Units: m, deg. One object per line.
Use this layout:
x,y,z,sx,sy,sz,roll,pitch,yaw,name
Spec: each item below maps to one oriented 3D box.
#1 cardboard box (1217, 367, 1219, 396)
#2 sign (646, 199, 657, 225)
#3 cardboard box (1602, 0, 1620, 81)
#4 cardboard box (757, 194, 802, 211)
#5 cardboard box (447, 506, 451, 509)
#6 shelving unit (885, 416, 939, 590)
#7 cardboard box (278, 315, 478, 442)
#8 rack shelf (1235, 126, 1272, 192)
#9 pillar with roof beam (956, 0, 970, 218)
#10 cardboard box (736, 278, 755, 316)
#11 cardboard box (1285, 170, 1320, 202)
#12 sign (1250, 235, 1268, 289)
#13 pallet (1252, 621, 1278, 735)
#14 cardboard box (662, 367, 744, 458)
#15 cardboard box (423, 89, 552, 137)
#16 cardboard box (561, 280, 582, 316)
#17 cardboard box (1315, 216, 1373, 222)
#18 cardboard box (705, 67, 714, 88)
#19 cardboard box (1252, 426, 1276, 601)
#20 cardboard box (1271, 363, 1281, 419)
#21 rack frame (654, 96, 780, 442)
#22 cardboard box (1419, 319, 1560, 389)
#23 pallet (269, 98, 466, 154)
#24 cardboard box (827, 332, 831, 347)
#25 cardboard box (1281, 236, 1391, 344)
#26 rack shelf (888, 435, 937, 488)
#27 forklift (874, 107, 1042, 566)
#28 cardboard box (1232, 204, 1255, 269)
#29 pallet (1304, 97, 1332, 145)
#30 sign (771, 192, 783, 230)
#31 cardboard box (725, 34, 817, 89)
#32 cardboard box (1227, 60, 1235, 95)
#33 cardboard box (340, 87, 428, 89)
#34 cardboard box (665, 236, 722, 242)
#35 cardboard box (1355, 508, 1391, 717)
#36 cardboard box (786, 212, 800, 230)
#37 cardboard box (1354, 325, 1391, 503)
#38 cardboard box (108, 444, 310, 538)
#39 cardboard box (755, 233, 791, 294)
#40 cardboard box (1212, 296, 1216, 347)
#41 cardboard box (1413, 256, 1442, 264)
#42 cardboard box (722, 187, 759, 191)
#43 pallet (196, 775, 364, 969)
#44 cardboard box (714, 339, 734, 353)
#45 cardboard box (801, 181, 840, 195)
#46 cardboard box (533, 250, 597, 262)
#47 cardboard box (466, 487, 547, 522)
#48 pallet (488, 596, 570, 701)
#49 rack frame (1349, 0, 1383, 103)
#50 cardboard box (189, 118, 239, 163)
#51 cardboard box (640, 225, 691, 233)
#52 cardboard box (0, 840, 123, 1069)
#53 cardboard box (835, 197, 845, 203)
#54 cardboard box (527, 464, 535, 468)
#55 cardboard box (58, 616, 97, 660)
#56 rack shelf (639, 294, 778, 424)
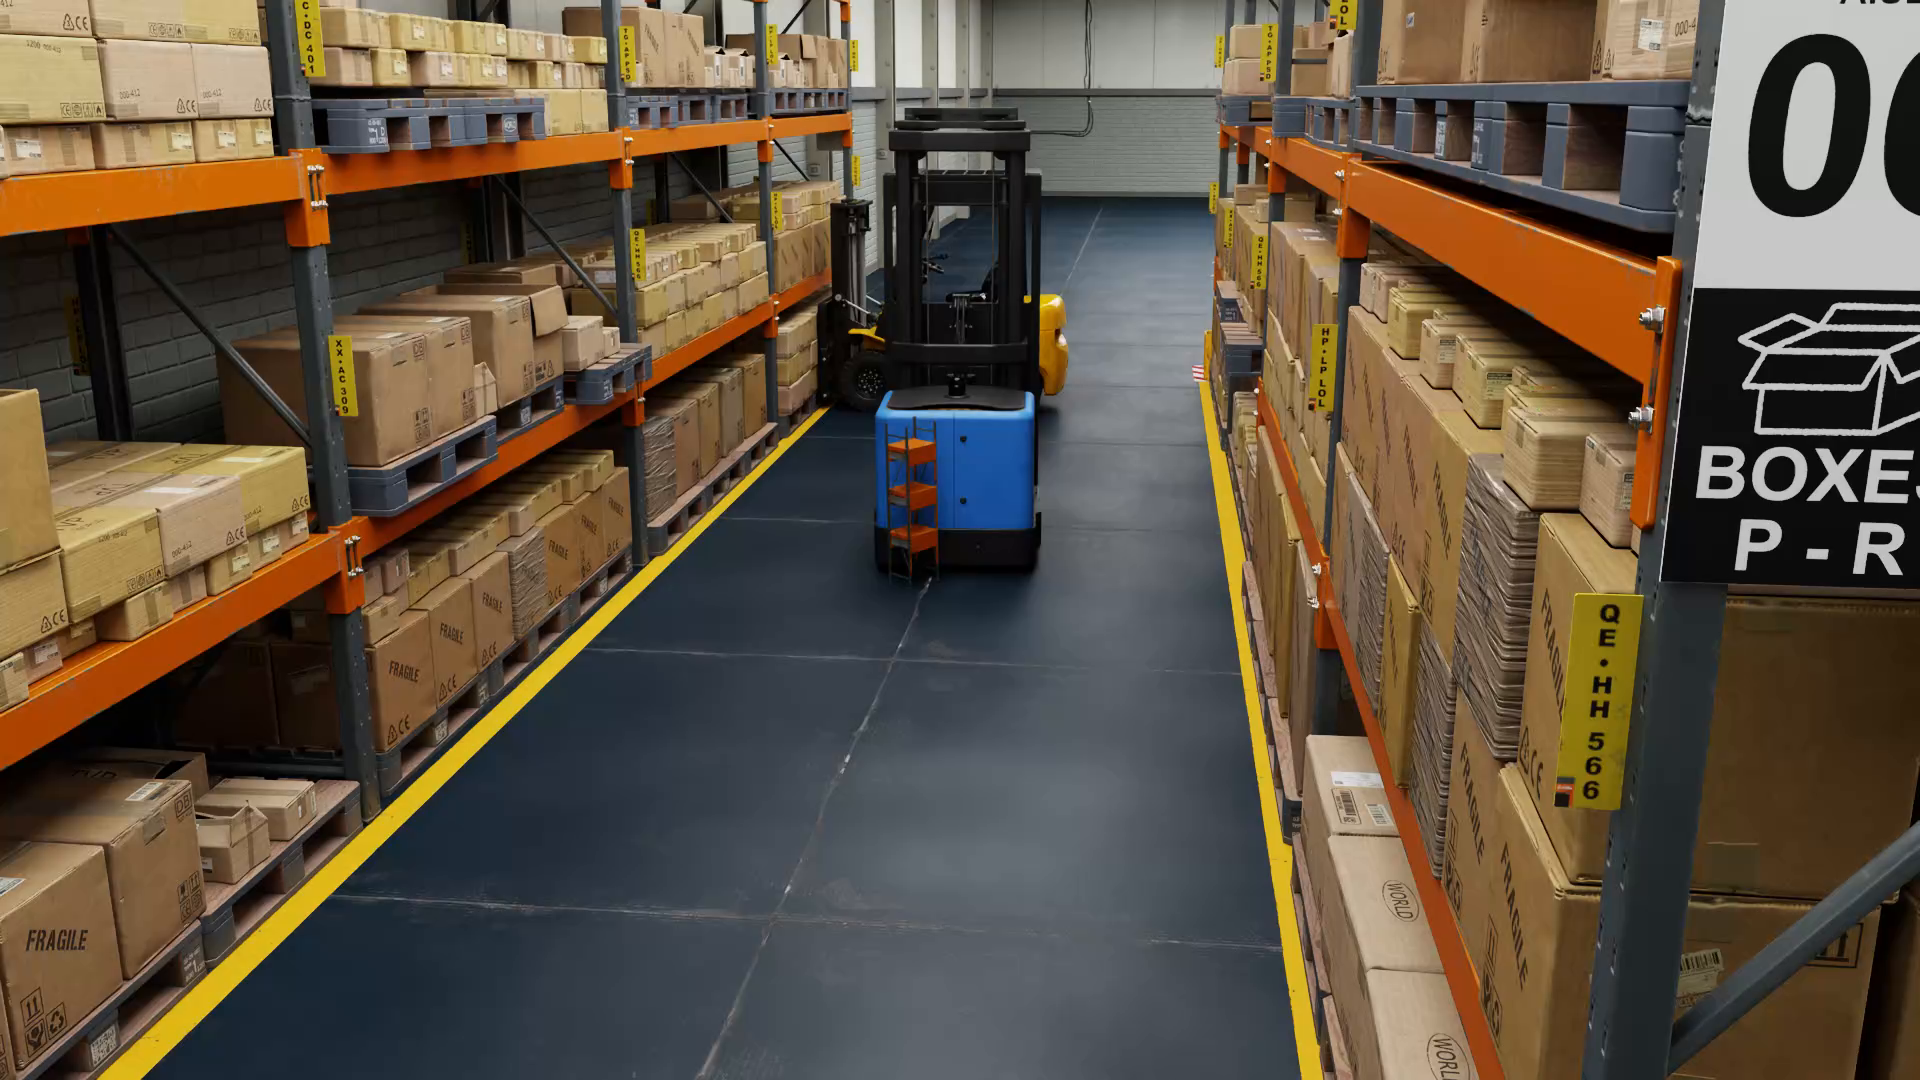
2.719,-1.492,15.898,0.500,0.250,0.500,2,15,7,cardboard box
-2.677,-2.803,14.471,0.100,0.325,0.005,2,15,6,sign
1.672,-1.116,3.471,0.500,0.311,0.500,2,15,7,cardboard box
-1.701,-3.178,15.666,0.380,0.149,0.250,1,15,5,cardboard box
-3.038,-0.139,9.173,0.380,0.149,0.250,2,15,7,cardboard box
-0.301,-0.232,10.492,0.215,1.050,0.252,15,23,42,shelving unit
-2.692,-0.760,7.730,0.700,0.500,0.500,2,15,7,cardboard box
2.582,-2.768,11.782,1.077,0.370,4.000,2,15,6,rack shelf
4.338,-12.208,39.570,9.100,9.000,0.400,2,15,6,pillar with roof beam
-1.973,-1.989,13.560,0.500,0.250,0.500,2,15,6,cardboard box
3.073,-2.968,14.214,0.700,0.500,0.500,2,15,6,cardboard box
1.816,-1.682,10.071,0.100,0.325,0.005,2,15,6,sign
2.052,0.716,8.611,1.003,0.211,1.213,2,15,6,pallet
-2.268,-1.050,13.545,0.875,0.625,0.625,2,15,6,cardboard box
-2.505,-2.269,8.846,0.500,0.250,0.500,2,15,6,cardboard box
-2.802,-1.587,11.114,0.500,0.250,0.500,2,15,8,cardboard box
2.806,-2.055,11.951,0.500,0.500,0.500,1,15,4,cardboard box
-2.034,-3.414,12.281,0.380,0.149,0.250,2,15,6,cardboard box
2.196,-0.148,9.731,0.875,0.875,0.875,2,15,6,cardboard box
2.010,-0.823,9.245,0.500,0.250,0.500,1,15,5,cardboard box
-2.125,-2.331,14.535,1.000,3.000,0.127,2,15,6,rack frame
1.421,-0.486,4.363,0.380,0.149,0.250,2,15,6,cardboard box
-2.884,-1.780,7.113,1.213,0.211,1.003,2,15,6,pallet
-1.583,-1.956,16.653,0.500,0.250,0.500,2,15,6,cardboard box
1.937,-1.296,8.600,0.500,0.500,0.500,2,15,8,cardboard box
-0.305,-0.494,10.414,0.215,0.259,0.240,15,23,42,rack shelf
0.027,-1.578,11.883,1.130,2.935,3.031,1,15,2,forklift
2.470,-2.467,13.473,0.500,0.500,0.500,2,15,8,cardboard box
2.213,-2.046,8.098,1.003,0.211,1.213,2,15,9,pallet
-1.585,-2.838,14.345,0.100,0.325,0.005,2,15,6,sign
-1.800,-4.582,15.919,0.797,0.503,0.637,2,15,8,cardboard box
2.287,-3.493,12.568,0.500,0.250,0.500,1,15,6,cardboard box
-3.027,-2.445,8.733,0.380,0.149,0.250,1,15,5,cardboard box
-2.058,-2.265,12.857,0.380,0.149,0.250,2,15,7,cardboard box
1.468,0.214,4.932,0.500,0.500,0.500,2,15,7,cardboard box
-1.697,-2.965,15.445,0.380,0.149,0.250,2,15,7,cardboard box
1.547,-0.394,5.267,0.500,0.500,0.500,1,15,6,cardboard box
-2.843,-0.188,6.328,0.500,0.250,0.500,2,15,8,cardboard box
-1.815,-2.486,14.919,0.500,0.500,0.500,1,15,5,cardboard box
2.891,-2.253,17.275,0.500,0.500,0.500,1,15,4,cardboard box
2.329,-1.010,7.544,0.500,0.500,0.500,1,15,5,cardboard box
-2.178,-3.459,16.702,0.380,0.149,0.250,1,15,5,cardboard box
-3.106,1.268,6.567,1.003,0.211,1.213,2,15,6,pallet
-2.262,-1.822,15.202,0.500,0.250,0.500,2,15,7,cardboard box
-1.505,-3.774,17.869,0.380,0.149,0.250,2,15,6,cardboard box
-2.774,-1.947,11.683,0.380,0.149,0.250,1,15,5,cardboard box
-2.556,-0.196,9.384,0.380,0.149,0.250,1,15,5,cardboard box
-2.838,0.561,9.184,1.003,0.211,1.213,2,15,6,pallet
1.905,-3.007,5.542,1.000,3.000,0.127,2,15,6,rack frame
-2.806,-1.417,5.892,0.380,0.149,0.250,2,15,6,cardboard box
-2.460,-2.539,13.872,0.380,0.149,0.250,1,15,4,cardboard box
-3.022,1.275,5.185,0.500,0.500,0.500,2,15,7,cardboard box
-1.434,-3.564,17.663,0.380,0.149,0.250,2,15,7,cardboard box
-2.902,-0.188,10.596,0.500,0.500,0.500,2,15,8,cardboard box
-3.024,0.290,5.325,0.380,0.149,0.250,2,15,7,cardboard box
-2.351,-1.465,12.711,1.077,0.370,4.000,2,15,6,rack shelf
